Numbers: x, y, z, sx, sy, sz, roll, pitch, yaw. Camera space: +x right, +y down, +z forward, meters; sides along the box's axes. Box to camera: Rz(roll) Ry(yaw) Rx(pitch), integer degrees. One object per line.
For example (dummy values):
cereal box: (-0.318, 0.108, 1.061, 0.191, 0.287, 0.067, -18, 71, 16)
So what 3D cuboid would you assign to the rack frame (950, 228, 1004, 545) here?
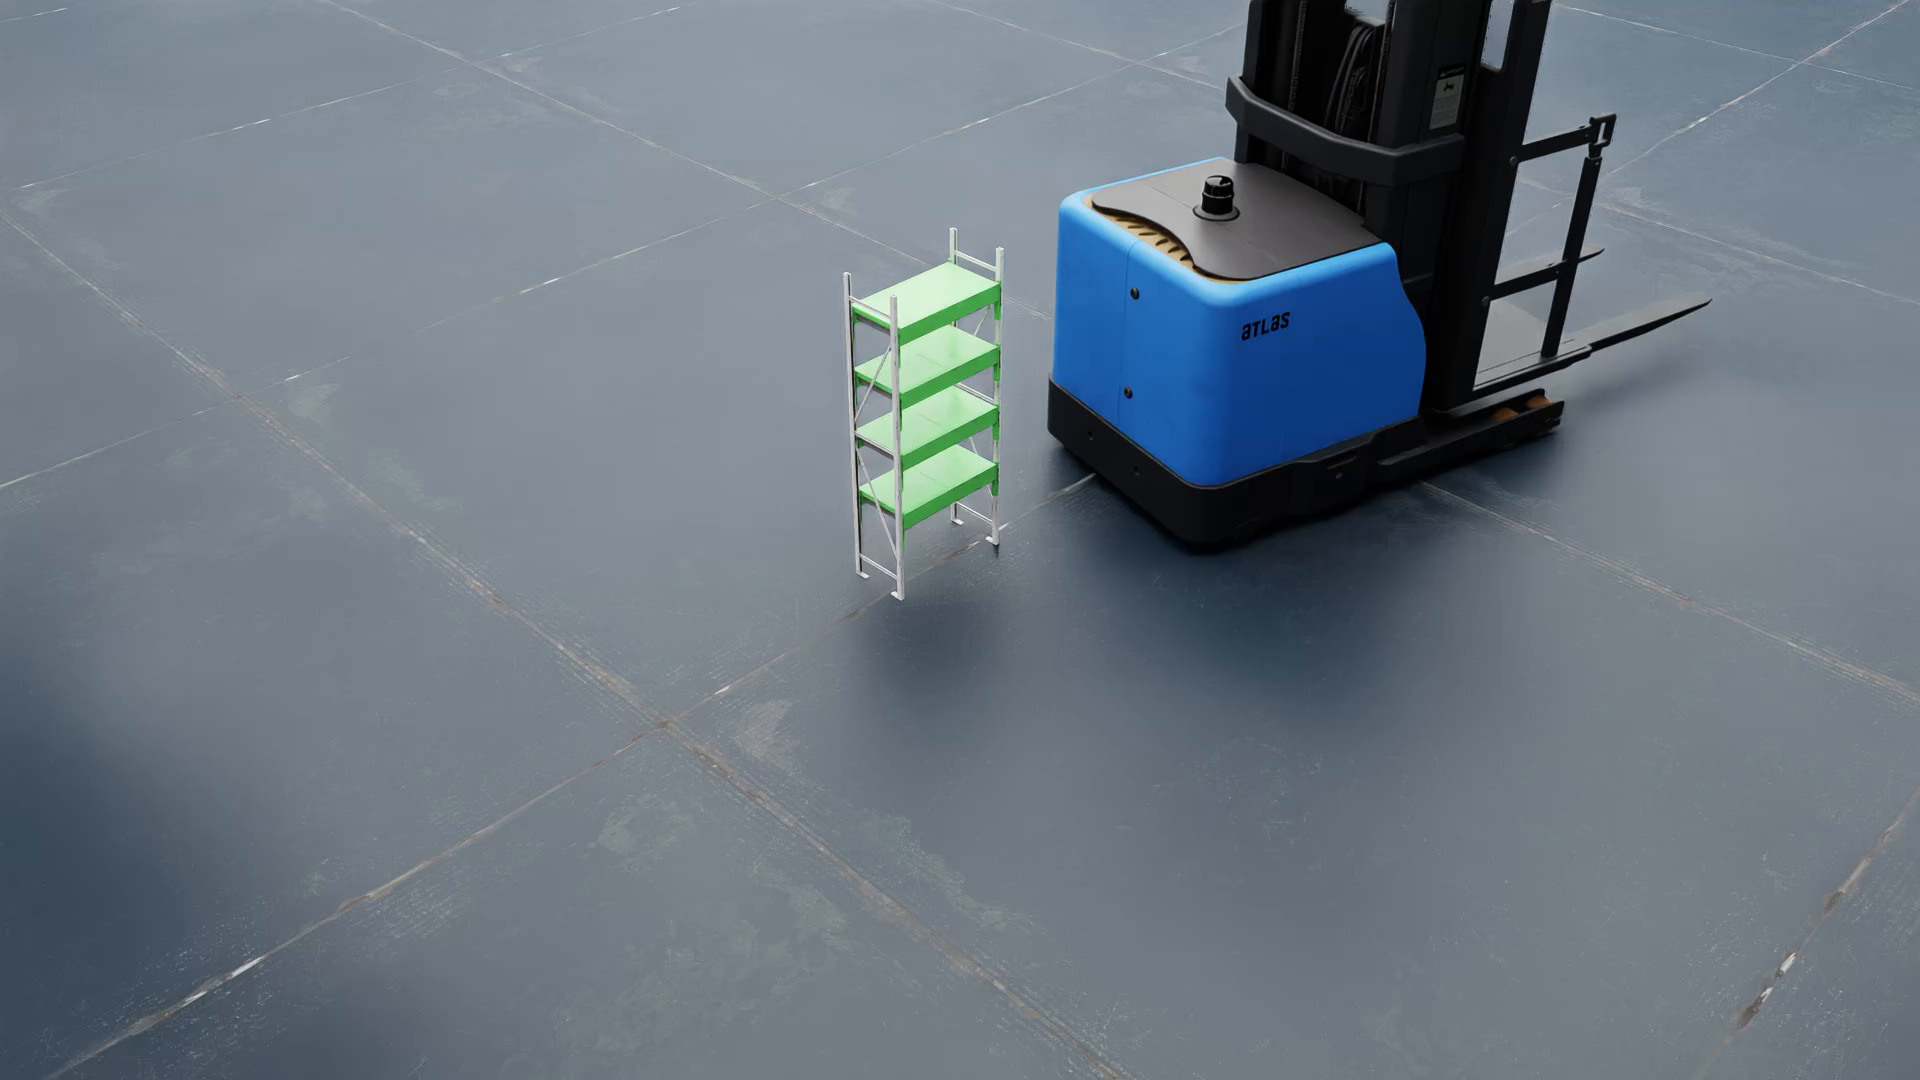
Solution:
rack frame: (0.055, -0.524, 5.952, 0.240, 1.200, 0.015, 30, 45, 35)

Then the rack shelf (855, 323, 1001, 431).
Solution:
rack shelf: (-0.117, -0.569, 5.710, 0.258, 0.148, 0.480, 30, 45, 35)

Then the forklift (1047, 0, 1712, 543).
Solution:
forklift: (1.884, -1.811, 6.285, 3.031, 2.935, 1.130, -19, 39, -25)

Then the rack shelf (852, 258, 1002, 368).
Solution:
rack shelf: (-0.117, -0.766, 5.572, 0.258, 0.148, 0.480, 30, 45, 35)

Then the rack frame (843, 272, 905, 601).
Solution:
rack frame: (-0.289, -0.326, 5.668, 0.240, 1.200, 0.015, 30, 45, 35)

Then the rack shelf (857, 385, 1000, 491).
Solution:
rack shelf: (-0.117, -0.373, 5.847, 0.258, 0.148, 0.480, 30, 45, 35)

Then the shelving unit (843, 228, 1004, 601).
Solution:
shelving unit: (-0.117, -0.425, 5.810, 0.258, 1.200, 0.503, 30, 45, 35)

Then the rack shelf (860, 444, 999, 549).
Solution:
rack shelf: (-0.117, -0.176, 5.984, 0.258, 0.148, 0.480, 30, 45, 35)
